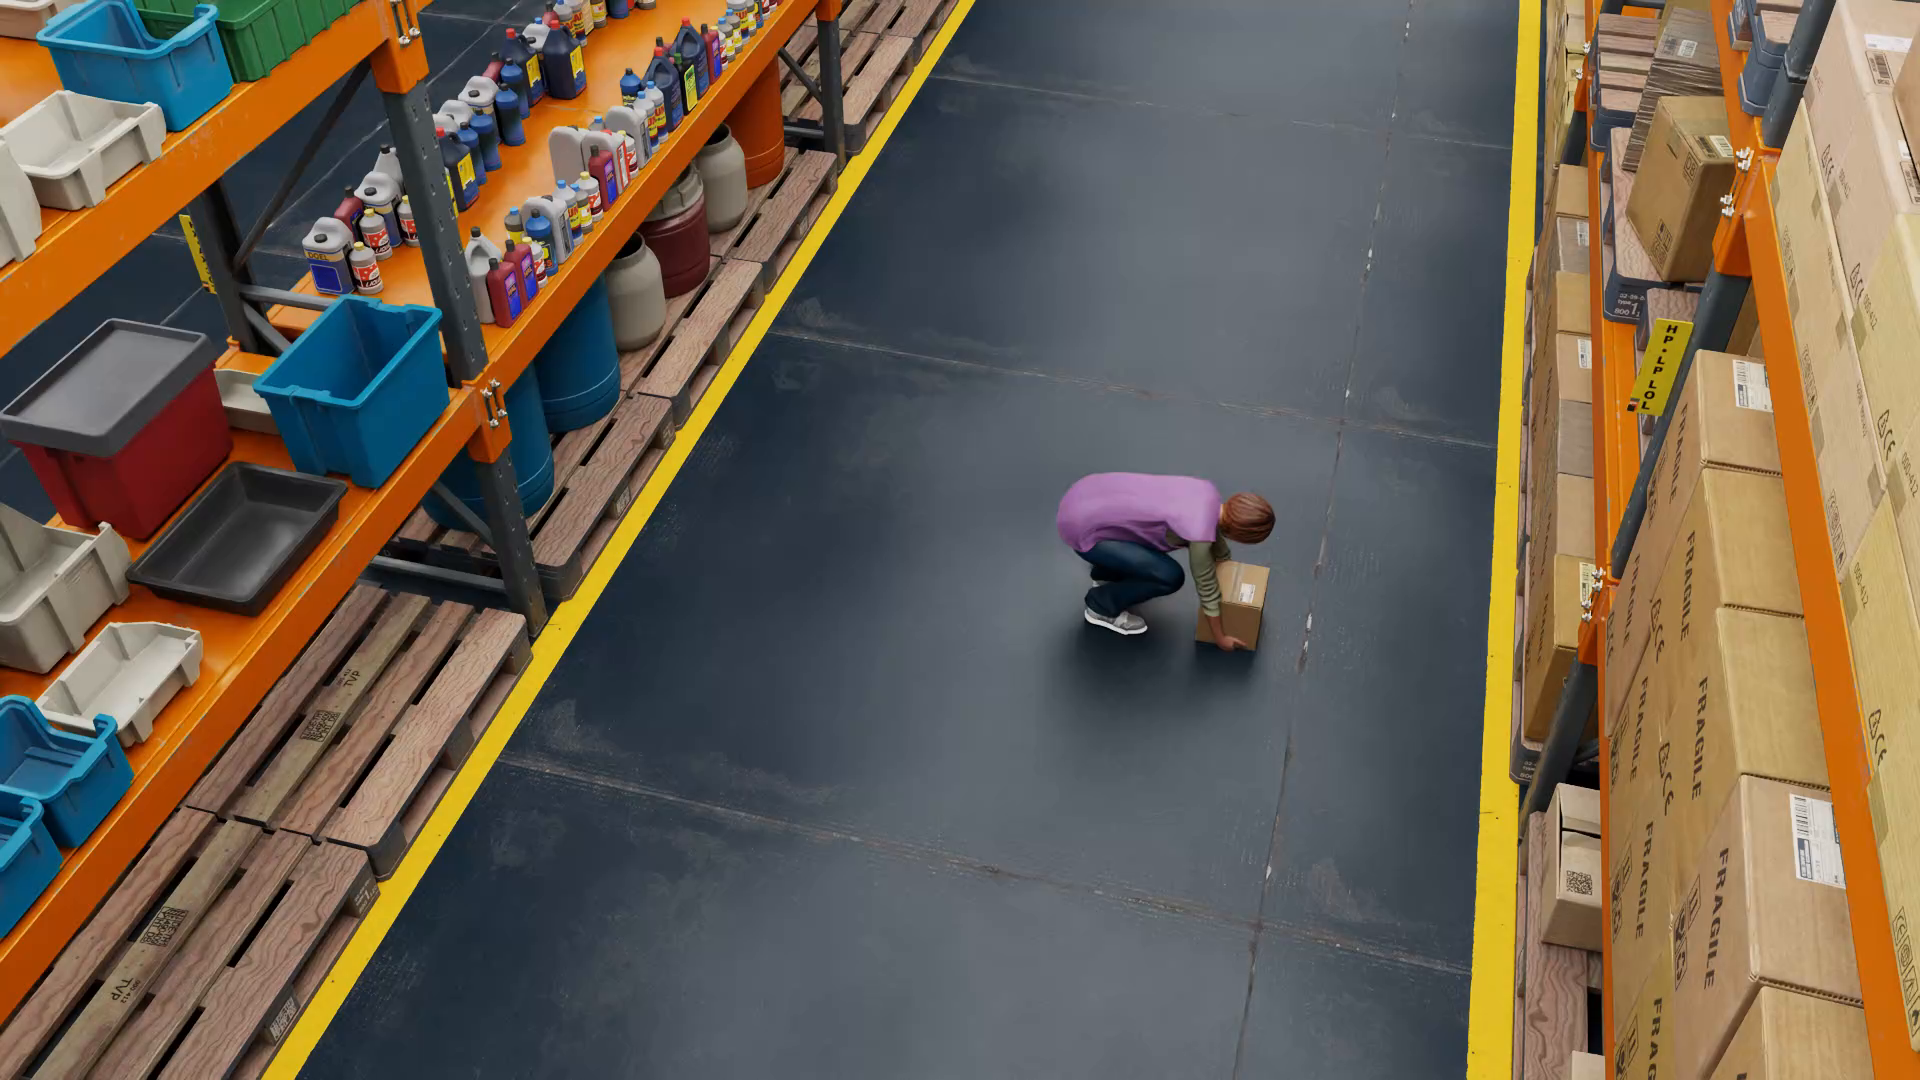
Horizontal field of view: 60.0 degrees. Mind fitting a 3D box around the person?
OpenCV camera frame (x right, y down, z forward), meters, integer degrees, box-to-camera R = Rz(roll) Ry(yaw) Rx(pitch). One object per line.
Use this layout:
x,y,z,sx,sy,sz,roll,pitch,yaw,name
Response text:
0.821,0.059,6.805,0.868,0.715,0.419,9,42,10,person
